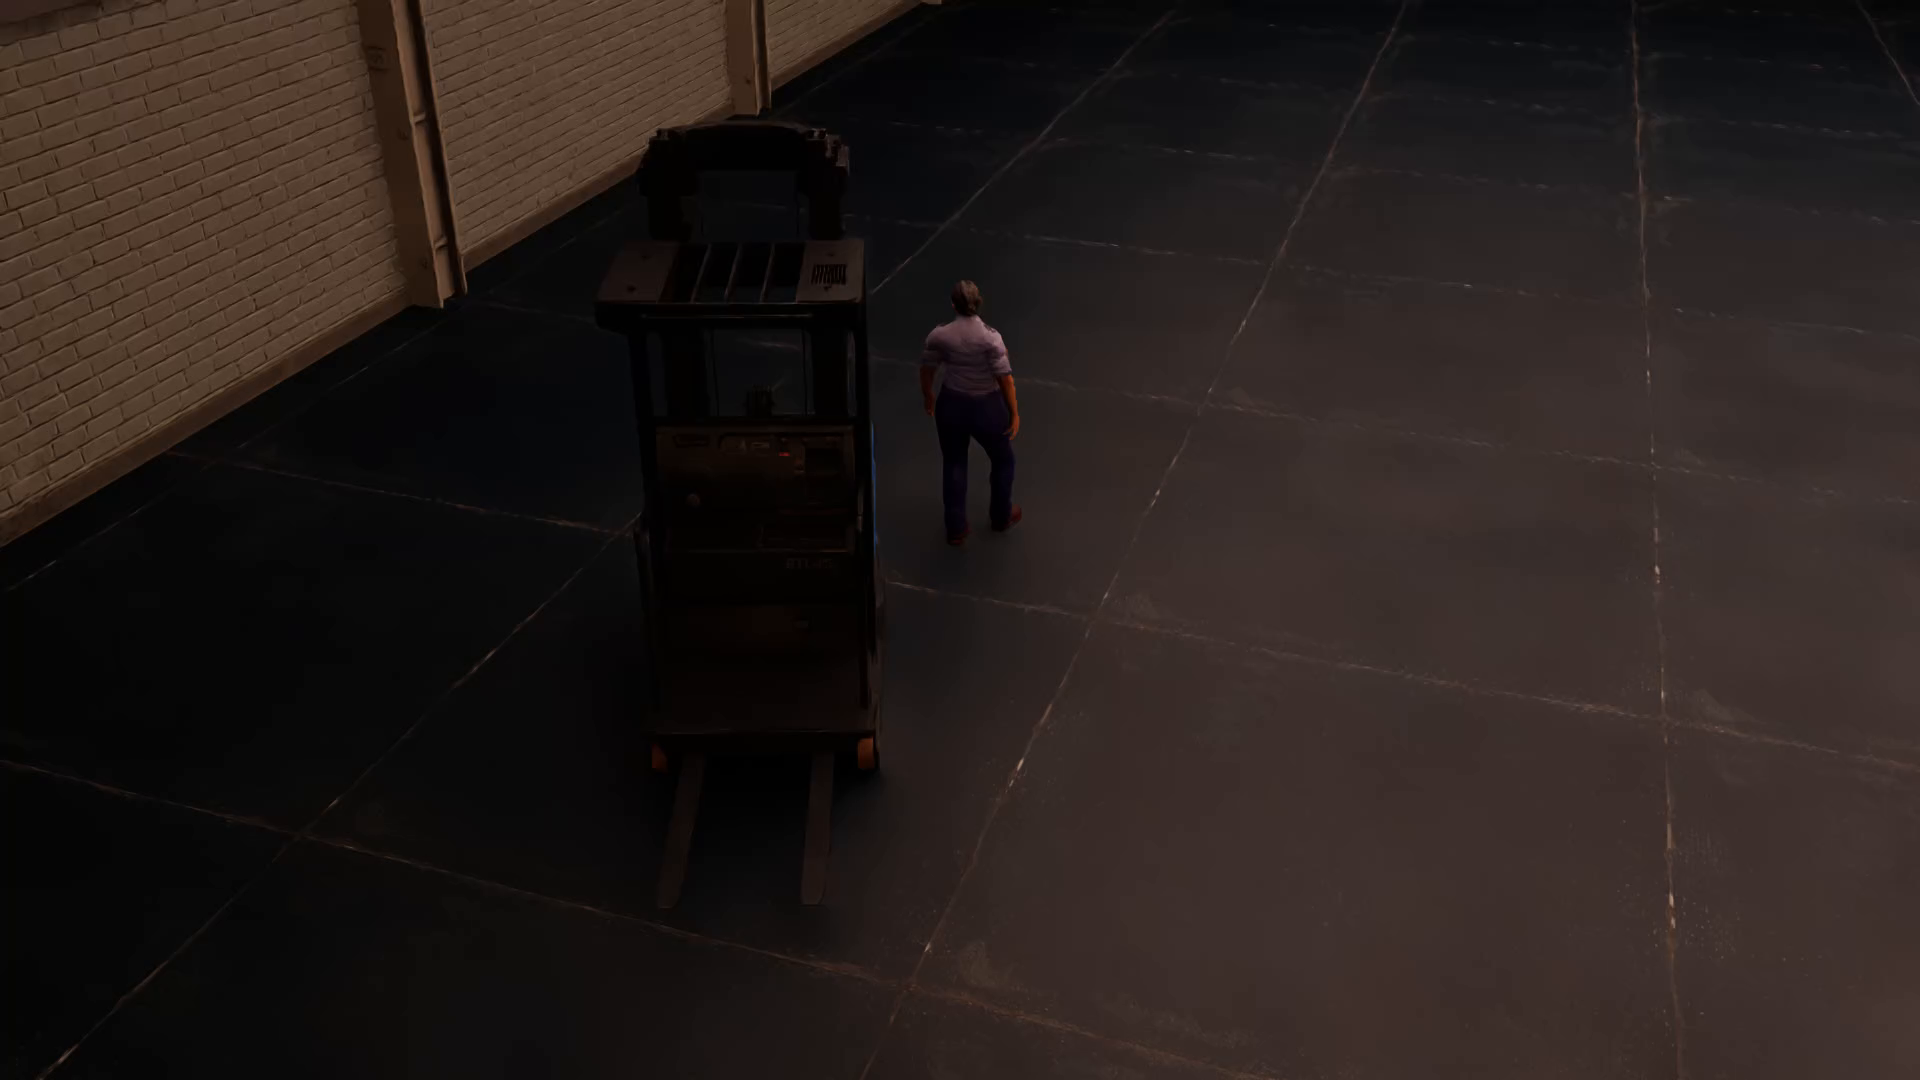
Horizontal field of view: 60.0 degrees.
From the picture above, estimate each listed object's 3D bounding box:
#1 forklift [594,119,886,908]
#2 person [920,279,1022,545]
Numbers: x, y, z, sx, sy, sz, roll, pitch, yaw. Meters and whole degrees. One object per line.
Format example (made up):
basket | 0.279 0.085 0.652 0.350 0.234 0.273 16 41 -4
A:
forklift | -0.958 -0.297 7.658 1.130 2.935 3.031 -1 30 -1
person | 0.078 -0.787 9.841 0.618 1.624 0.544 8 31 13
